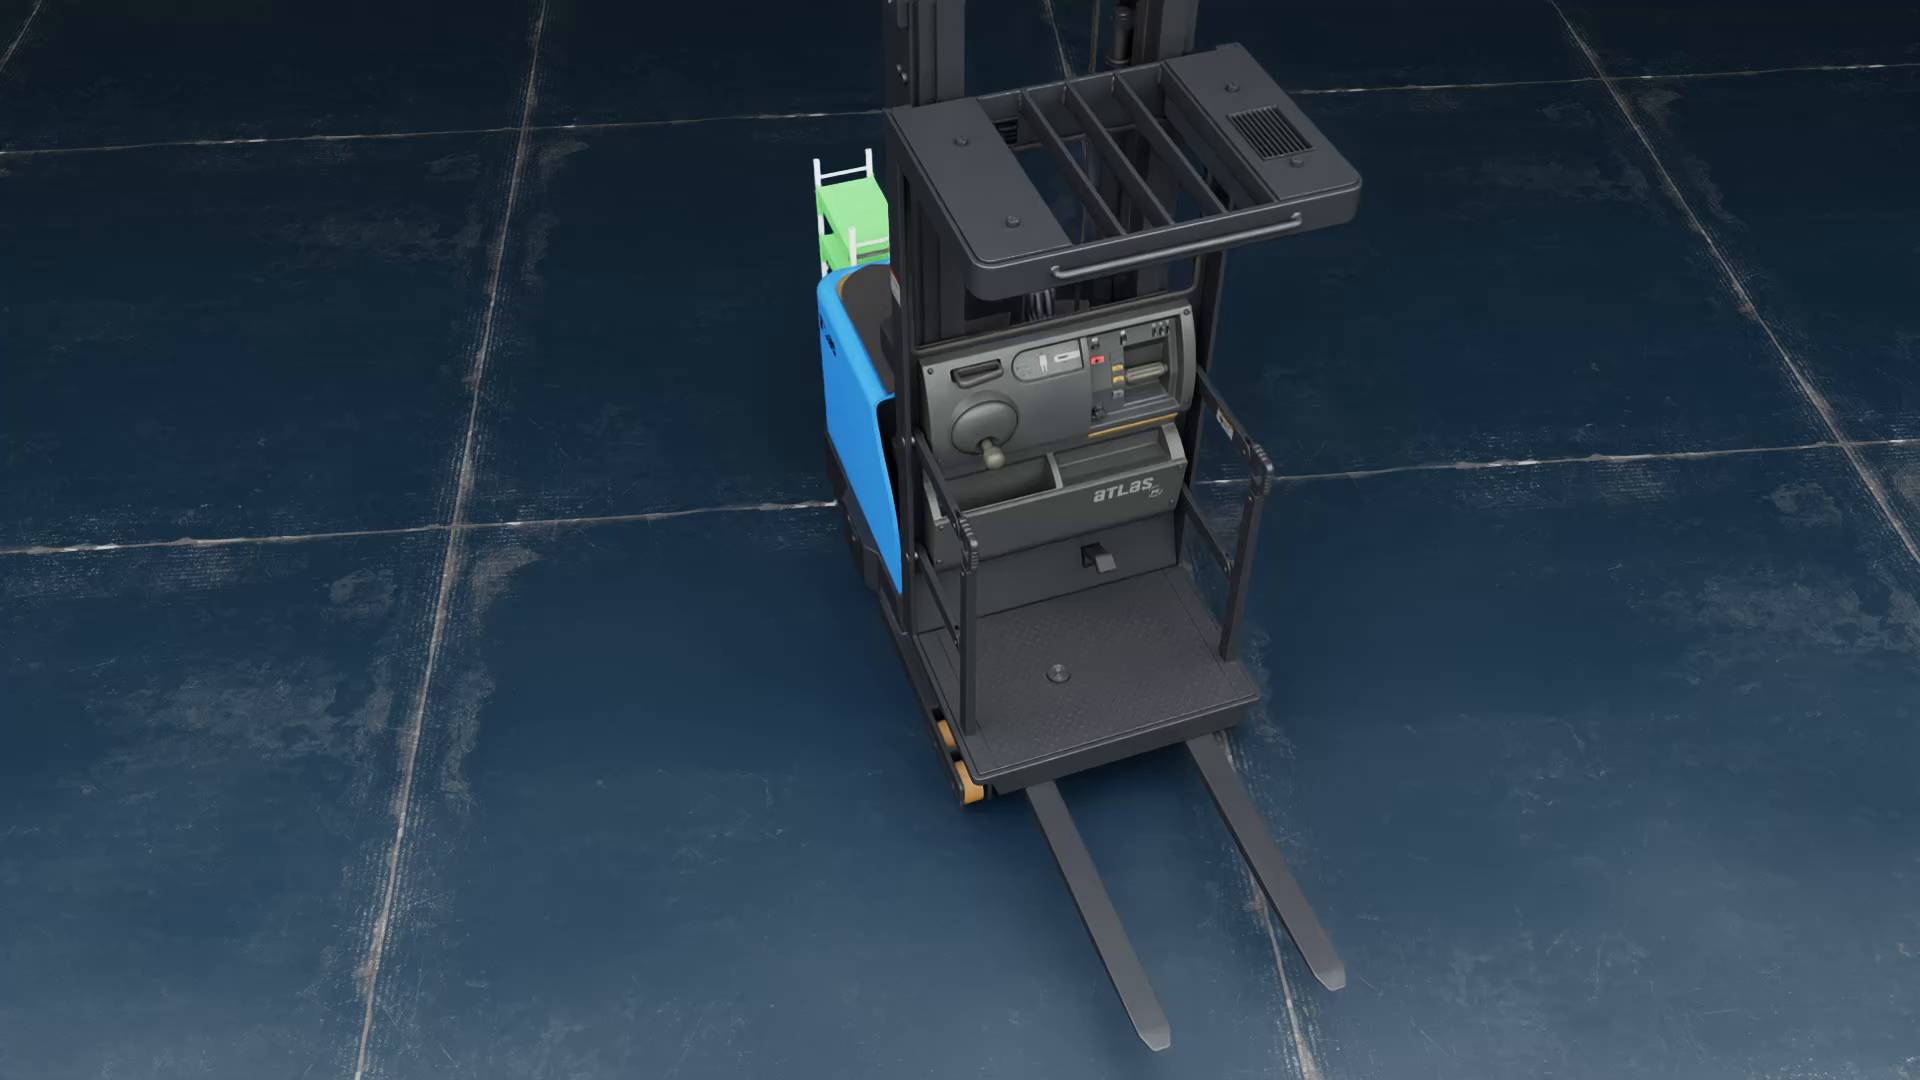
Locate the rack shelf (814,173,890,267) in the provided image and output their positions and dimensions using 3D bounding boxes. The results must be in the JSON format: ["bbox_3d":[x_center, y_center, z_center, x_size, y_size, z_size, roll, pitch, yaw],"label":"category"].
[{"bbox_3d":[-0.392,-1.260,6.680,0.258,0.148,0.480,-14,48,-13],"label":"rack shelf"}]

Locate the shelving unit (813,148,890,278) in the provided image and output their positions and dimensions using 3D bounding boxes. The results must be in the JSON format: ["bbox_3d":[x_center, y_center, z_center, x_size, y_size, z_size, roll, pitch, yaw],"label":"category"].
[{"bbox_3d":[-0.392,-0.974,6.982,0.258,1.200,0.503,-14,48,-13],"label":"shelving unit"}]

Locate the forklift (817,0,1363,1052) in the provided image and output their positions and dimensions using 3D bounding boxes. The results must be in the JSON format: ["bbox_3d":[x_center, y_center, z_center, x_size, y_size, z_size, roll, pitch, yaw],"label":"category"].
[{"bbox_3d":[0.403,-0.403,5.249,1.130,2.935,3.031,-14,48,-13],"label":"forklift"}]

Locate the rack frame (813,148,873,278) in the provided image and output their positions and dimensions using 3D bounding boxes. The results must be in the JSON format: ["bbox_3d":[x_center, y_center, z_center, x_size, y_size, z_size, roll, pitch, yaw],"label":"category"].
[{"bbox_3d":[-0.474,-1.141,7.141,0.240,1.200,0.015,-14,48,-13],"label":"rack frame"}]

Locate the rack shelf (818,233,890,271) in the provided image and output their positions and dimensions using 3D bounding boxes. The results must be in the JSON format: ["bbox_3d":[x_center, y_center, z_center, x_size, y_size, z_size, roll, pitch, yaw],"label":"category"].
[{"bbox_3d":[-0.392,-1.095,6.855,0.258,0.148,0.480,-14,48,-13],"label":"rack shelf"}]

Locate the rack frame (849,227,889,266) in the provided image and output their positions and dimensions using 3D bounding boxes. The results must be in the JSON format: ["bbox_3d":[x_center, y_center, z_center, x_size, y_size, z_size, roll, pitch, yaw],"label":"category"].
[{"bbox_3d":[-0.311,-0.807,6.824,0.240,1.200,0.015,-14,48,-13],"label":"rack frame"}]
